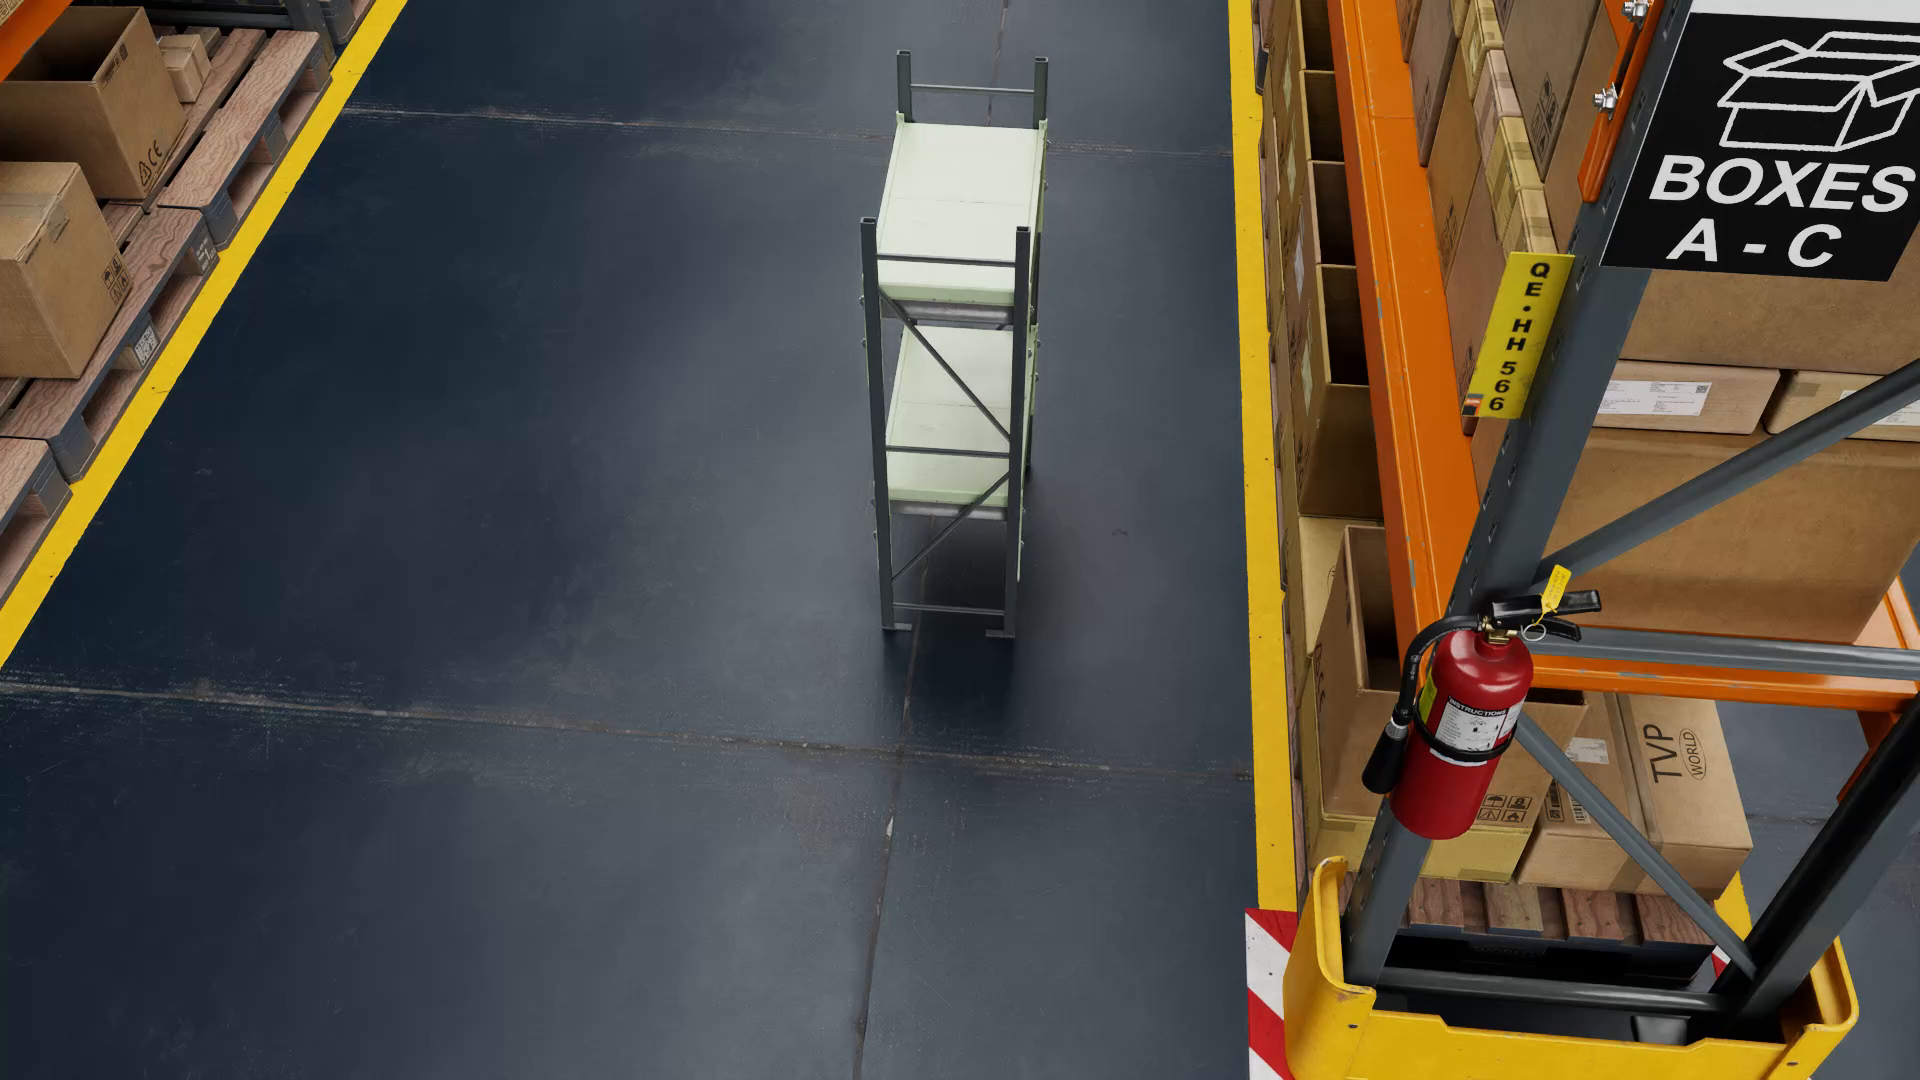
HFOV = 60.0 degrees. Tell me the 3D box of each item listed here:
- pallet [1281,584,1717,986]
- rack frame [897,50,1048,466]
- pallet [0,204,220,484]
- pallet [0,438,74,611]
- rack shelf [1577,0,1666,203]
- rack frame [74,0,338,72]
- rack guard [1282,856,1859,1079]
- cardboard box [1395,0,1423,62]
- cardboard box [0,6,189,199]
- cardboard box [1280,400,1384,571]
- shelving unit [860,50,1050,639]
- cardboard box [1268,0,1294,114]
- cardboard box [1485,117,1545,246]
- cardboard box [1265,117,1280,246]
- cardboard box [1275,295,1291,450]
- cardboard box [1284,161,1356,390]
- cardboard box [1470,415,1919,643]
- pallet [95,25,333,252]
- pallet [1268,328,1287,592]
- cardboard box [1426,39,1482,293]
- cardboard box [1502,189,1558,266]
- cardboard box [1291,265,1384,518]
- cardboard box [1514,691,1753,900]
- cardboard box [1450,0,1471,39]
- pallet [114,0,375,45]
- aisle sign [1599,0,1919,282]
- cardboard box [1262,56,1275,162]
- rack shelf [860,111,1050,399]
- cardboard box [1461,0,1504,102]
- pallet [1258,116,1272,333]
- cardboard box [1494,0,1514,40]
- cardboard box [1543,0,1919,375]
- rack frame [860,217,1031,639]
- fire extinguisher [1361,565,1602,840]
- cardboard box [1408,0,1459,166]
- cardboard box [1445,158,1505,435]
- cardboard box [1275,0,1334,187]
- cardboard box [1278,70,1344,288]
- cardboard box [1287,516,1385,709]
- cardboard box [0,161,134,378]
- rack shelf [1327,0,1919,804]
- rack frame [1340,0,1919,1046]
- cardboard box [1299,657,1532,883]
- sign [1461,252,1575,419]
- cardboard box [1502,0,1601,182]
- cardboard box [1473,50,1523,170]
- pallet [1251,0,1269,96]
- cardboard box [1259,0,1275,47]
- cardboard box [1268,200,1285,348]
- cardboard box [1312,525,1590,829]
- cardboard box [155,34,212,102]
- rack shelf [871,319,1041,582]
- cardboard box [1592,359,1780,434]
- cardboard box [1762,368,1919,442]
[{"bbox_3d":[1.423,0.585,4.571,1.003,0.211,1.213,4,48,4],"label":"pallet"},{"bbox_3d":[0.033,-0.770,4.938,0.400,1.500,0.023,4,48,4],"label":"rack frame"},{"bbox_3d":[-3.308,-0.725,5.770,1.003,0.211,1.213,4,48,4],"label":"pallet"},{"bbox_3d":[-3.422,0.169,4.952,1.003,0.211,1.213,4,48,4],"label":"pallet"},{"bbox_3d":[1.578,-2.030,3.529,1.077,0.370,4.000,4,48,4],"label":"rack shelf"},{"bbox_3d":[-3.173,-3.061,6.017,1.000,3.000,0.127,4,48,4],"label":"rack frame"},{"bbox_3d":[1.393,1.070,3.932,1.175,0.500,0.348,4,48,4],"label":"rack guard"},{"bbox_3d":[1.635,-1.681,4.687,0.700,0.500,0.500,5,48,4],"label":"cardboard box"},{"bbox_3d":[-3.228,-1.600,6.077,0.500,0.500,0.500,1,48,1],"label":"cardboard box"},{"bbox_3d":[1.227,-0.154,4.937,0.500,0.250,0.500,4,48,4],"label":"cardboard box"},{"bbox_3d":[-0.001,-0.501,4.692,0.431,1.500,0.755,4,48,4],"label":"shelving unit"},{"bbox_3d":[1.406,-1.877,6.005,0.500,0.500,0.500,4,48,4],"label":"cardboard box"},{"bbox_3d":[1.286,-0.717,3.366,0.380,0.149,0.250,3,48,3],"label":"cardboard box"},{"bbox_3d":[1.365,-1.256,5.945,0.500,0.250,0.500,4,48,4],"label":"cardboard box"},{"bbox_3d":[1.275,-0.522,5.273,0.500,0.250,0.500,4,48,4],"label":"cardboard box"},{"bbox_3d":[1.271,-0.775,4.997,0.500,0.500,0.500,4,48,4],"label":"cardboard box"},{"bbox_3d":[1.451,-0.167,3.302,0.700,0.500,0.500,4,48,4],"label":"cardboard box"},{"bbox_3d":[-3.199,-1.624,6.592,1.003,0.211,1.213,4,48,4],"label":"pallet"},{"bbox_3d":[1.537,-0.309,5.389,1.003,0.211,1.213,4,48,4],"label":"pallet"},{"bbox_3d":[1.545,-0.918,3.989,0.700,0.500,0.500,4,48,4],"label":"cardboard box"},{"bbox_3d":[1.263,-0.530,3.194,0.380,0.149,0.250,5,48,5],"label":"cardboard box"},{"bbox_3d":[1.224,-0.408,4.661,0.500,0.500,0.500,4,48,4],"label":"cardboard box"},{"bbox_3d":[1.666,0.616,4.232,0.500,0.250,0.500,4,48,4],"label":"cardboard box"},{"bbox_3d":[1.357,-1.289,3.889,0.380,0.149,0.250,5,48,5],"label":"cardboard box"},{"bbox_3d":[-3.104,-2.692,7.569,1.003,0.211,1.213,4,48,4],"label":"pallet"},{"bbox_3d":[1.097,-0.640,2.041,0.394,0.787,0.004,4,48,4],"label":"aisle sign"},{"bbox_3d":[1.416,-1.624,6.281,0.500,0.250,0.500,4,48,4],"label":"cardboard box"},{"bbox_3d":[-0.001,-0.765,4.404,0.431,0.370,0.720,4,48,4],"label":"rack shelf"},{"bbox_3d":[1.335,-1.095,3.712,0.380,0.149,0.250,5,48,5],"label":"cardboard box"},{"bbox_3d":[1.646,-1.208,6.211,1.003,0.211,1.213,4,48,4],"label":"pallet"},{"bbox_3d":[1.543,-1.401,3.552,0.700,0.500,0.500,4,48,4],"label":"cardboard box"},{"bbox_3d":[1.455,-0.644,2.859,0.700,0.500,0.500,4,48,4],"label":"cardboard box"},{"bbox_3d":[-0.034,-0.232,4.446,0.400,1.500,0.023,4,48,4],"label":"rack frame"},{"bbox_3d":[0.922,0.291,3.004,0.296,0.674,0.183,4,48,4],"label":"fire extinguisher"},{"bbox_3d":[1.589,-1.305,4.343,0.700,0.500,0.500,5,48,5],"label":"cardboard box"},{"bbox_3d":[1.494,-0.553,3.655,0.700,0.500,0.500,5,48,5],"label":"cardboard box"},{"bbox_3d":[1.368,-1.509,5.668,0.500,0.500,0.500,4,48,4],"label":"cardboard box"},{"bbox_3d":[1.315,-1.142,5.333,0.500,0.500,0.500,4,48,4],"label":"cardboard box"},{"bbox_3d":[1.184,0.213,4.601,0.500,0.250,0.500,4,48,4],"label":"cardboard box"},{"bbox_3d":[-3.217,-0.883,5.421,0.700,0.500,0.500,1,48,1],"label":"cardboard box"},{"bbox_3d":[1.578,-1.018,4.636,1.077,0.370,4.000,4,48,4],"label":"rack shelf"},{"bbox_3d":[1.395,0.209,3.026,1.000,3.000,0.127,4,48,4],"label":"rack frame"},{"bbox_3d":[1.150,0.581,4.264,0.500,0.250,0.500,4,48,4],"label":"cardboard box"},{"bbox_3d":[0.856,-0.308,2.554,0.100,0.325,0.005,4,48,4],"label":"sign"},{"bbox_3d":[1.498,-1.030,3.213,0.700,0.500,0.500,3,48,3],"label":"cardboard box"},{"bbox_3d":[1.311,-0.902,3.535,0.380,0.149,0.250,4,48,4],"label":"cardboard box"},{"bbox_3d":[1.788,-2.333,7.241,1.003,0.211,1.213,4,48,4],"label":"pallet"},{"bbox_3d":[1.509,-2.268,6.871,0.500,0.250,0.500,3,48,3],"label":"cardboard box"},{"bbox_3d":[1.314,-0.889,5.609,0.500,0.250,0.500,4,48,4],"label":"cardboard box"},{"bbox_3d":[1.148,0.328,3.988,0.500,0.500,0.500,4,48,4],"label":"cardboard box"},{"bbox_3d":[-3.192,-1.858,6.538,0.380,0.166,0.250,-2,48,-2],"label":"cardboard box"},{"bbox_3d":[-0.001,-0.281,4.933,0.431,0.370,0.720,4,48,4],"label":"rack shelf"},{"bbox_3d":[1.240,-0.337,3.018,0.380,0.149,0.250,3,48,3],"label":"cardboard box"},{"bbox_3d":[1.646,-0.317,3.000,0.380,0.149,0.250,4,48,3],"label":"cardboard box"}]
